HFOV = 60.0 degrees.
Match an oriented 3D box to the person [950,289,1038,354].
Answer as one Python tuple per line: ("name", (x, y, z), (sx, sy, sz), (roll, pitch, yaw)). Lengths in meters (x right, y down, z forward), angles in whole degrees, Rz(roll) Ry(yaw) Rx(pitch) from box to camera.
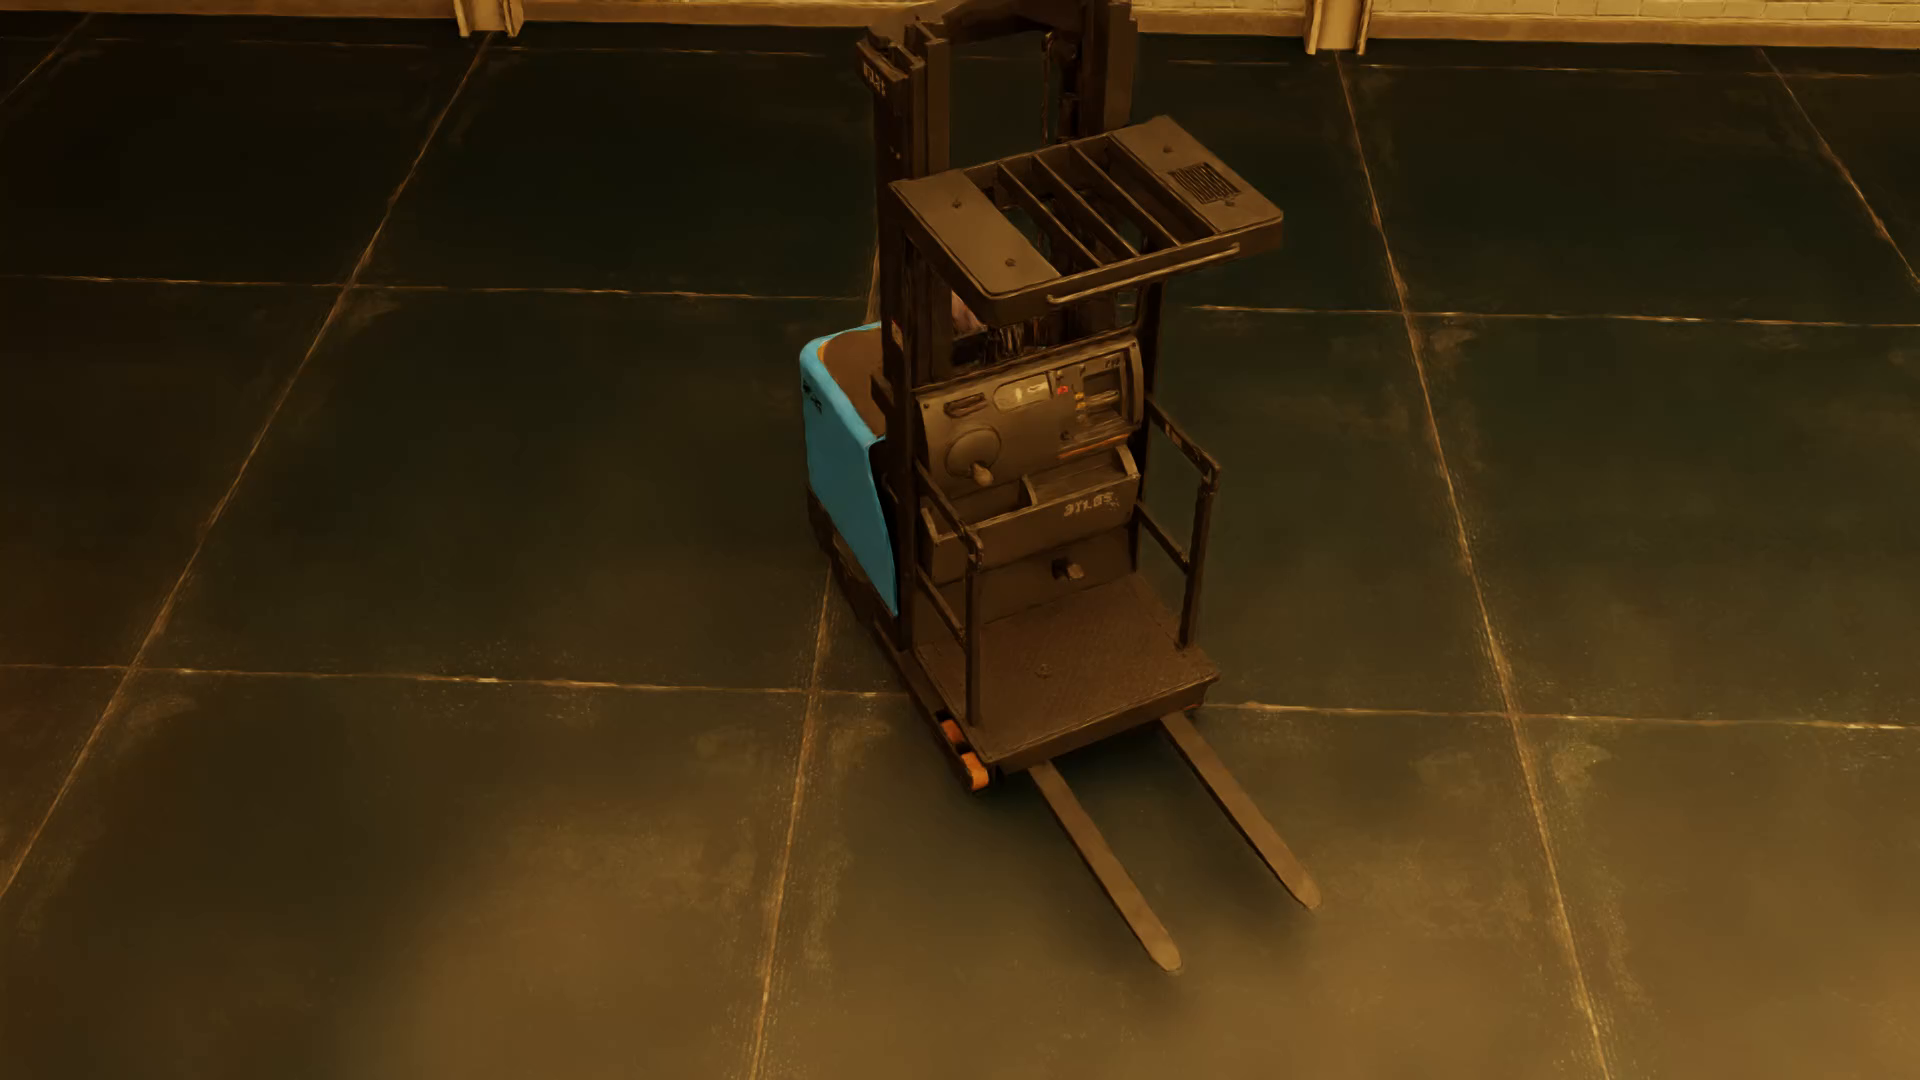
("person", (0.202, -0.652, 7.448), (0.706, 1.573, 0.623), (-32, 51, -30))

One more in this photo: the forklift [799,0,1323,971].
("forklift", (0.378, -0.402, 6.183), (1.130, 2.935, 3.031), (-18, 45, -19))
